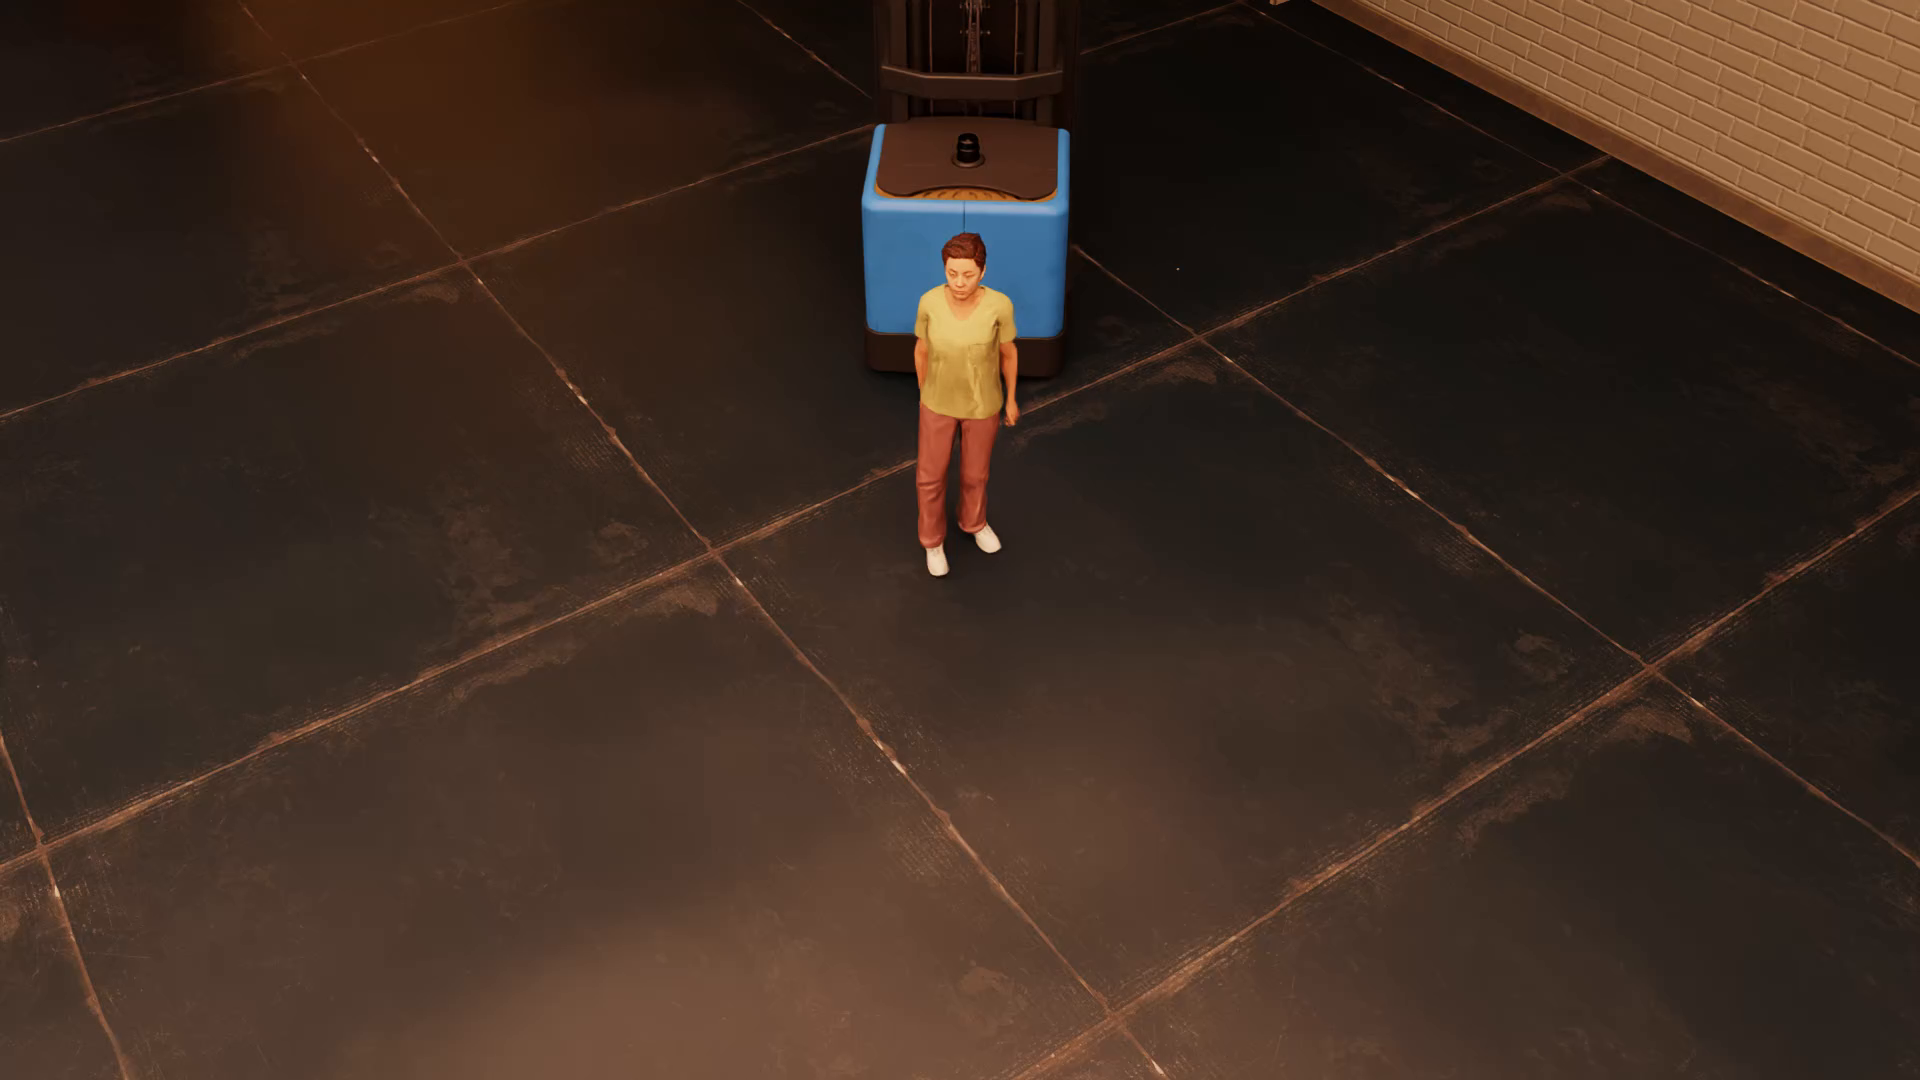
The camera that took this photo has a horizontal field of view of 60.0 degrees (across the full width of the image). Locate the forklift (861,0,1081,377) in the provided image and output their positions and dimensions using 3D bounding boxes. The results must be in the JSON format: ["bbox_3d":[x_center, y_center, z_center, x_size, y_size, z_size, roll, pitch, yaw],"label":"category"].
[{"bbox_3d":[0.100,-2.920,8.884,1.130,2.935,3.031,2,43,2],"label":"forklift"}]

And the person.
[{"bbox_3d":[0.025,-0.572,7.277,0.466,1.665,0.451,3,43,3],"label":"person"}]
